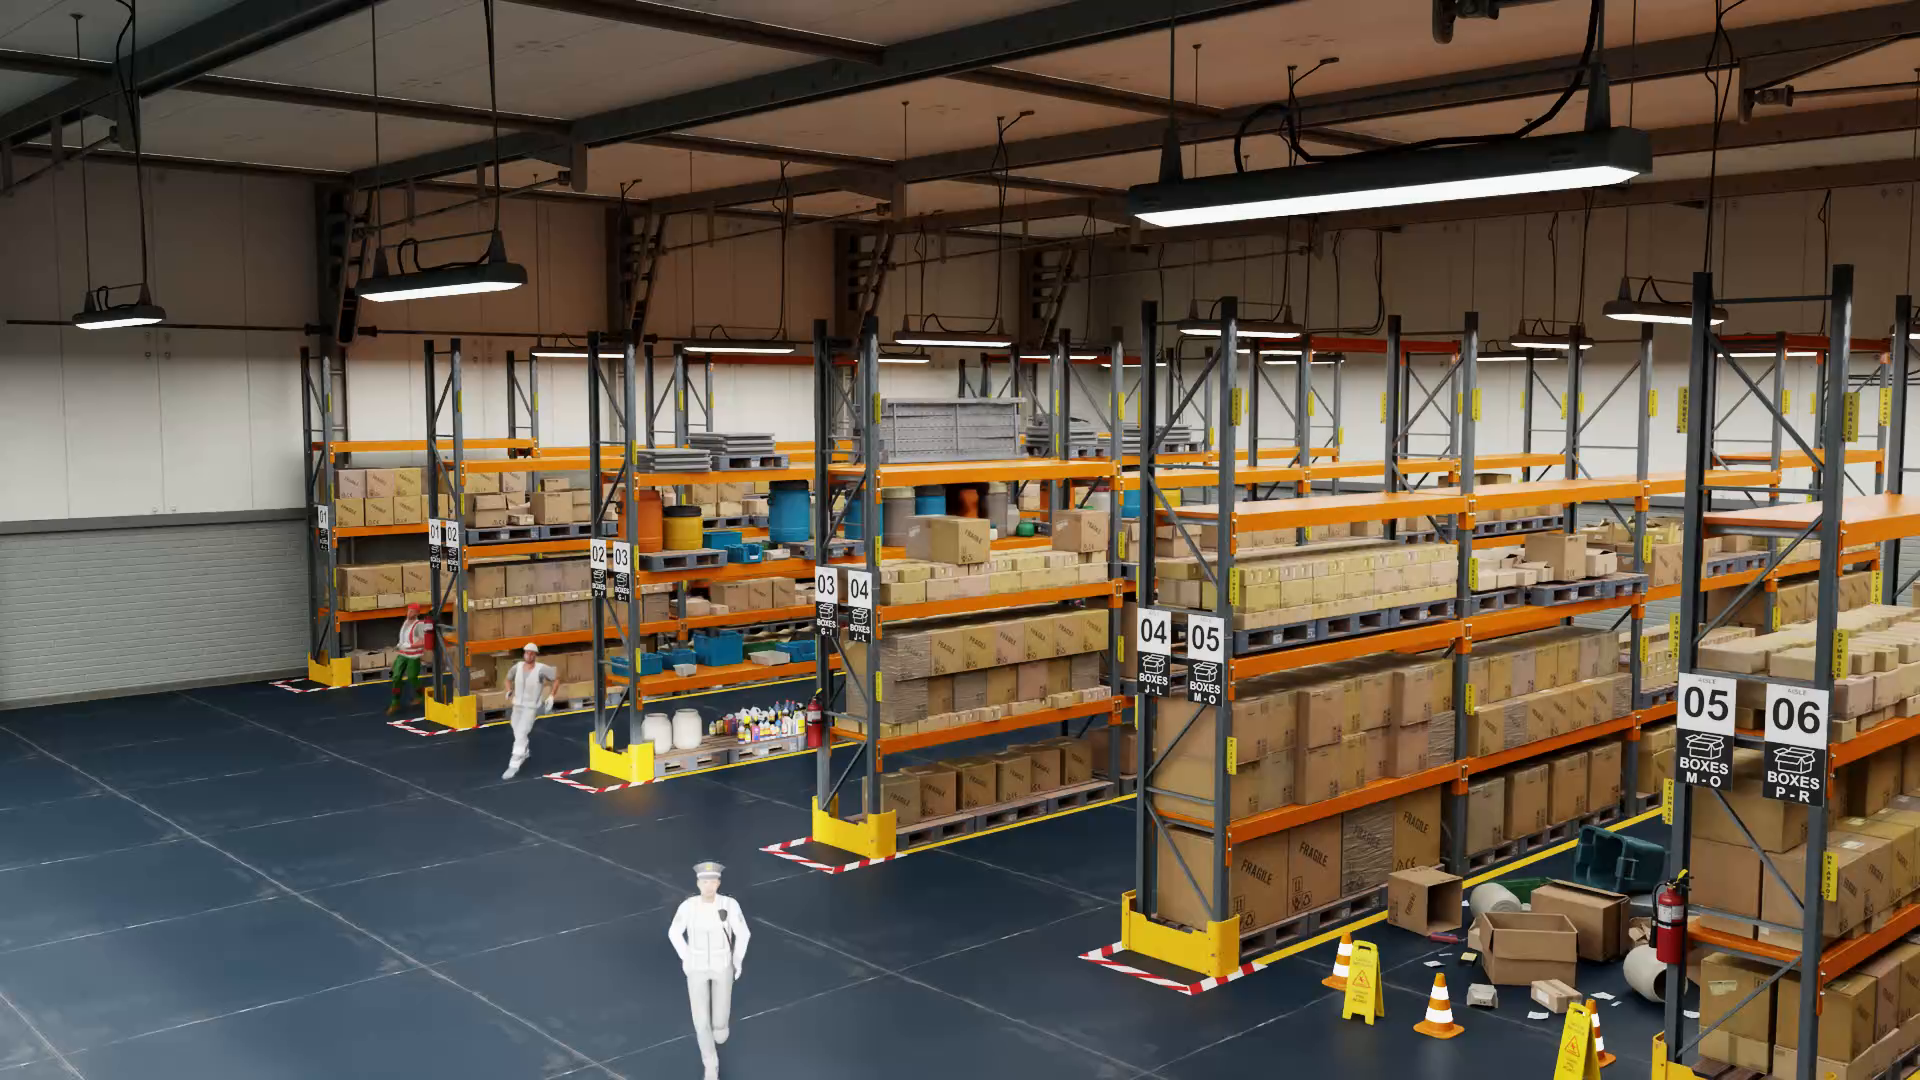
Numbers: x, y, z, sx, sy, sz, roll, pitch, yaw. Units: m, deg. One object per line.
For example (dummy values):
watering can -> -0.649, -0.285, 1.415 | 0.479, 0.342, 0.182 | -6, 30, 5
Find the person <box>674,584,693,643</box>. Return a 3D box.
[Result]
person -> -5.163, 1.604, 31.327 | 0.878, 1.575, 0.543 | -5, 7, -44

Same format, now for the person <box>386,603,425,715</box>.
person -> -8.891, 1.906, 27.003 | 0.671, 1.807, 0.809 | 2, 5, 23

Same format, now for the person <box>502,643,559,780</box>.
person -> -5.894, 2.289, 22.621 | 0.723, 1.796, 0.875 | 1, 5, 15

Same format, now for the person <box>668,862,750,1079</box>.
person -> -1.929, 3.242, 12.629 | 0.566, 1.668, 0.609 | -1, 5, -6
